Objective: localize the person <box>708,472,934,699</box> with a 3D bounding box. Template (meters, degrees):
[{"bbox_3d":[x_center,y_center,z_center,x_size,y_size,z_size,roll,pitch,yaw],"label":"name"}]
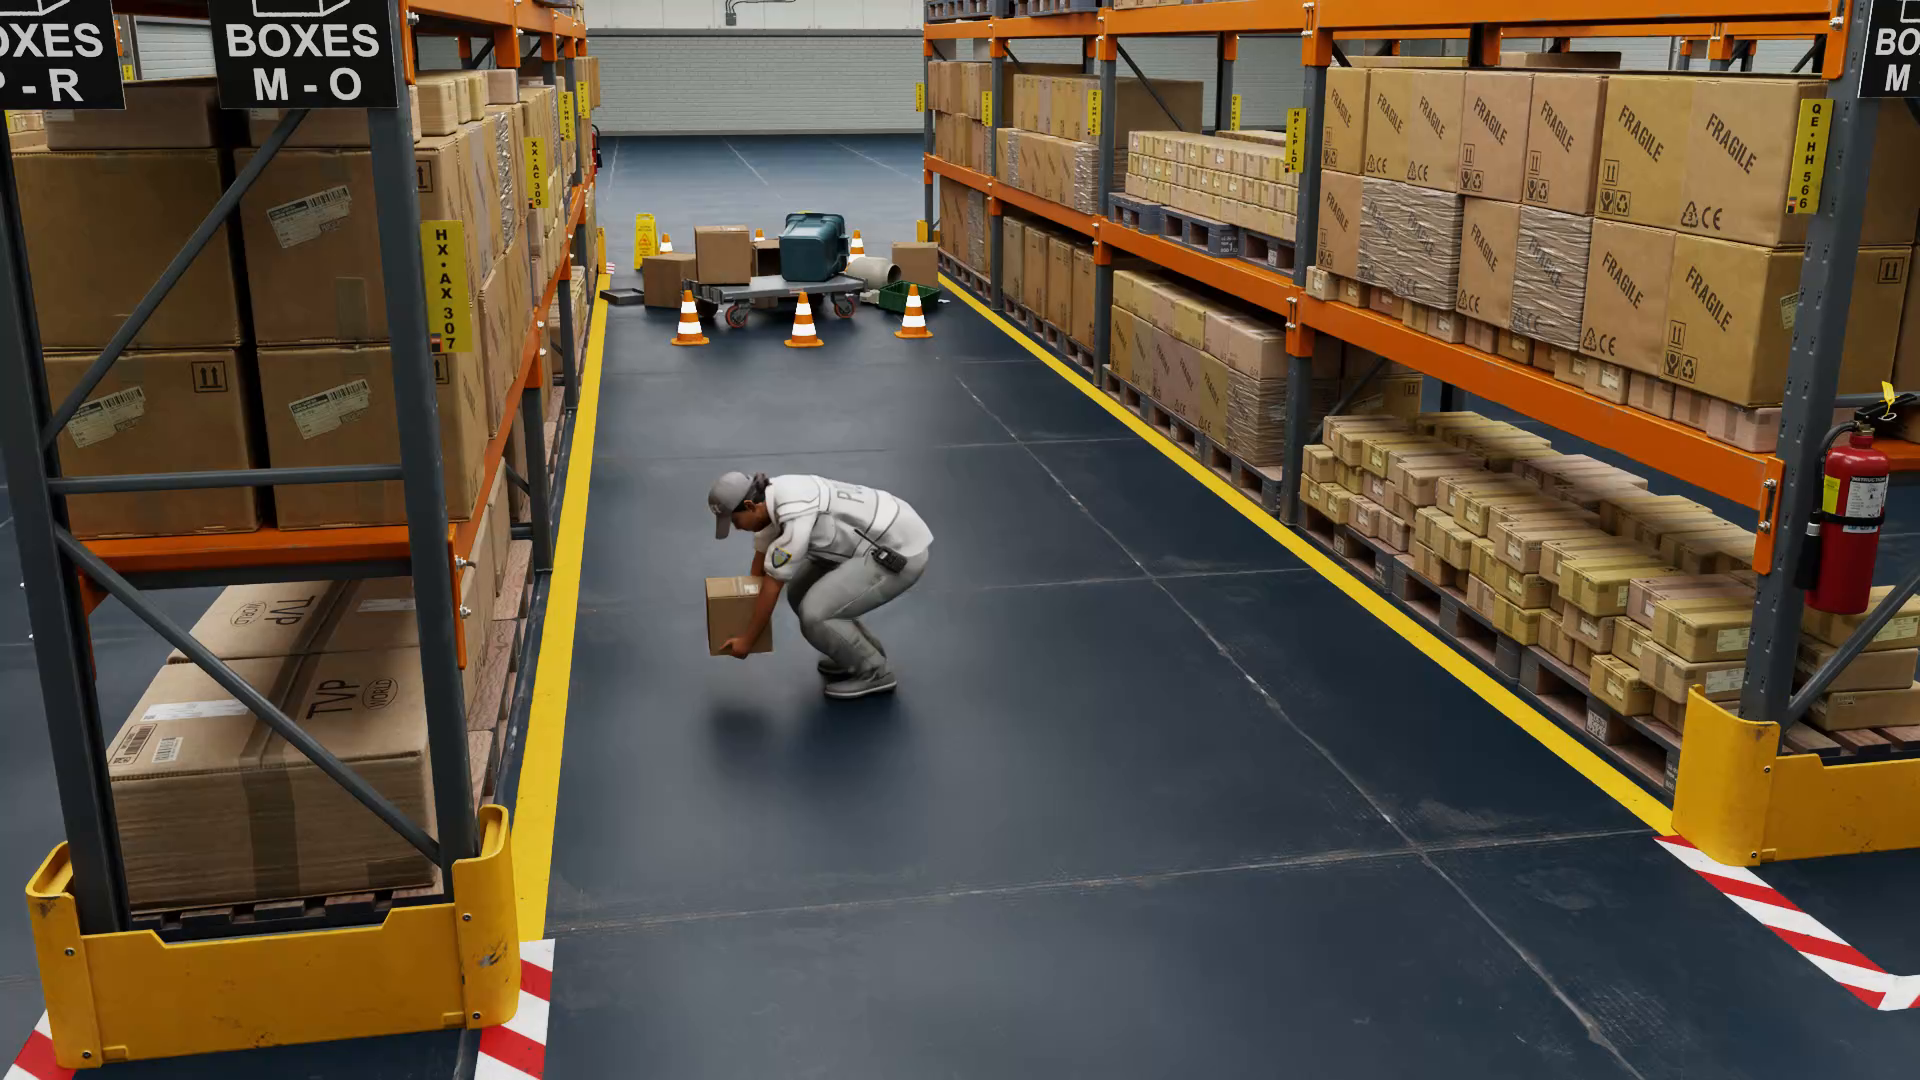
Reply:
[{"bbox_3d":[-0.563,0.154,6.804,0.902,0.940,0.517,-4,17,-12],"label":"person"}]
